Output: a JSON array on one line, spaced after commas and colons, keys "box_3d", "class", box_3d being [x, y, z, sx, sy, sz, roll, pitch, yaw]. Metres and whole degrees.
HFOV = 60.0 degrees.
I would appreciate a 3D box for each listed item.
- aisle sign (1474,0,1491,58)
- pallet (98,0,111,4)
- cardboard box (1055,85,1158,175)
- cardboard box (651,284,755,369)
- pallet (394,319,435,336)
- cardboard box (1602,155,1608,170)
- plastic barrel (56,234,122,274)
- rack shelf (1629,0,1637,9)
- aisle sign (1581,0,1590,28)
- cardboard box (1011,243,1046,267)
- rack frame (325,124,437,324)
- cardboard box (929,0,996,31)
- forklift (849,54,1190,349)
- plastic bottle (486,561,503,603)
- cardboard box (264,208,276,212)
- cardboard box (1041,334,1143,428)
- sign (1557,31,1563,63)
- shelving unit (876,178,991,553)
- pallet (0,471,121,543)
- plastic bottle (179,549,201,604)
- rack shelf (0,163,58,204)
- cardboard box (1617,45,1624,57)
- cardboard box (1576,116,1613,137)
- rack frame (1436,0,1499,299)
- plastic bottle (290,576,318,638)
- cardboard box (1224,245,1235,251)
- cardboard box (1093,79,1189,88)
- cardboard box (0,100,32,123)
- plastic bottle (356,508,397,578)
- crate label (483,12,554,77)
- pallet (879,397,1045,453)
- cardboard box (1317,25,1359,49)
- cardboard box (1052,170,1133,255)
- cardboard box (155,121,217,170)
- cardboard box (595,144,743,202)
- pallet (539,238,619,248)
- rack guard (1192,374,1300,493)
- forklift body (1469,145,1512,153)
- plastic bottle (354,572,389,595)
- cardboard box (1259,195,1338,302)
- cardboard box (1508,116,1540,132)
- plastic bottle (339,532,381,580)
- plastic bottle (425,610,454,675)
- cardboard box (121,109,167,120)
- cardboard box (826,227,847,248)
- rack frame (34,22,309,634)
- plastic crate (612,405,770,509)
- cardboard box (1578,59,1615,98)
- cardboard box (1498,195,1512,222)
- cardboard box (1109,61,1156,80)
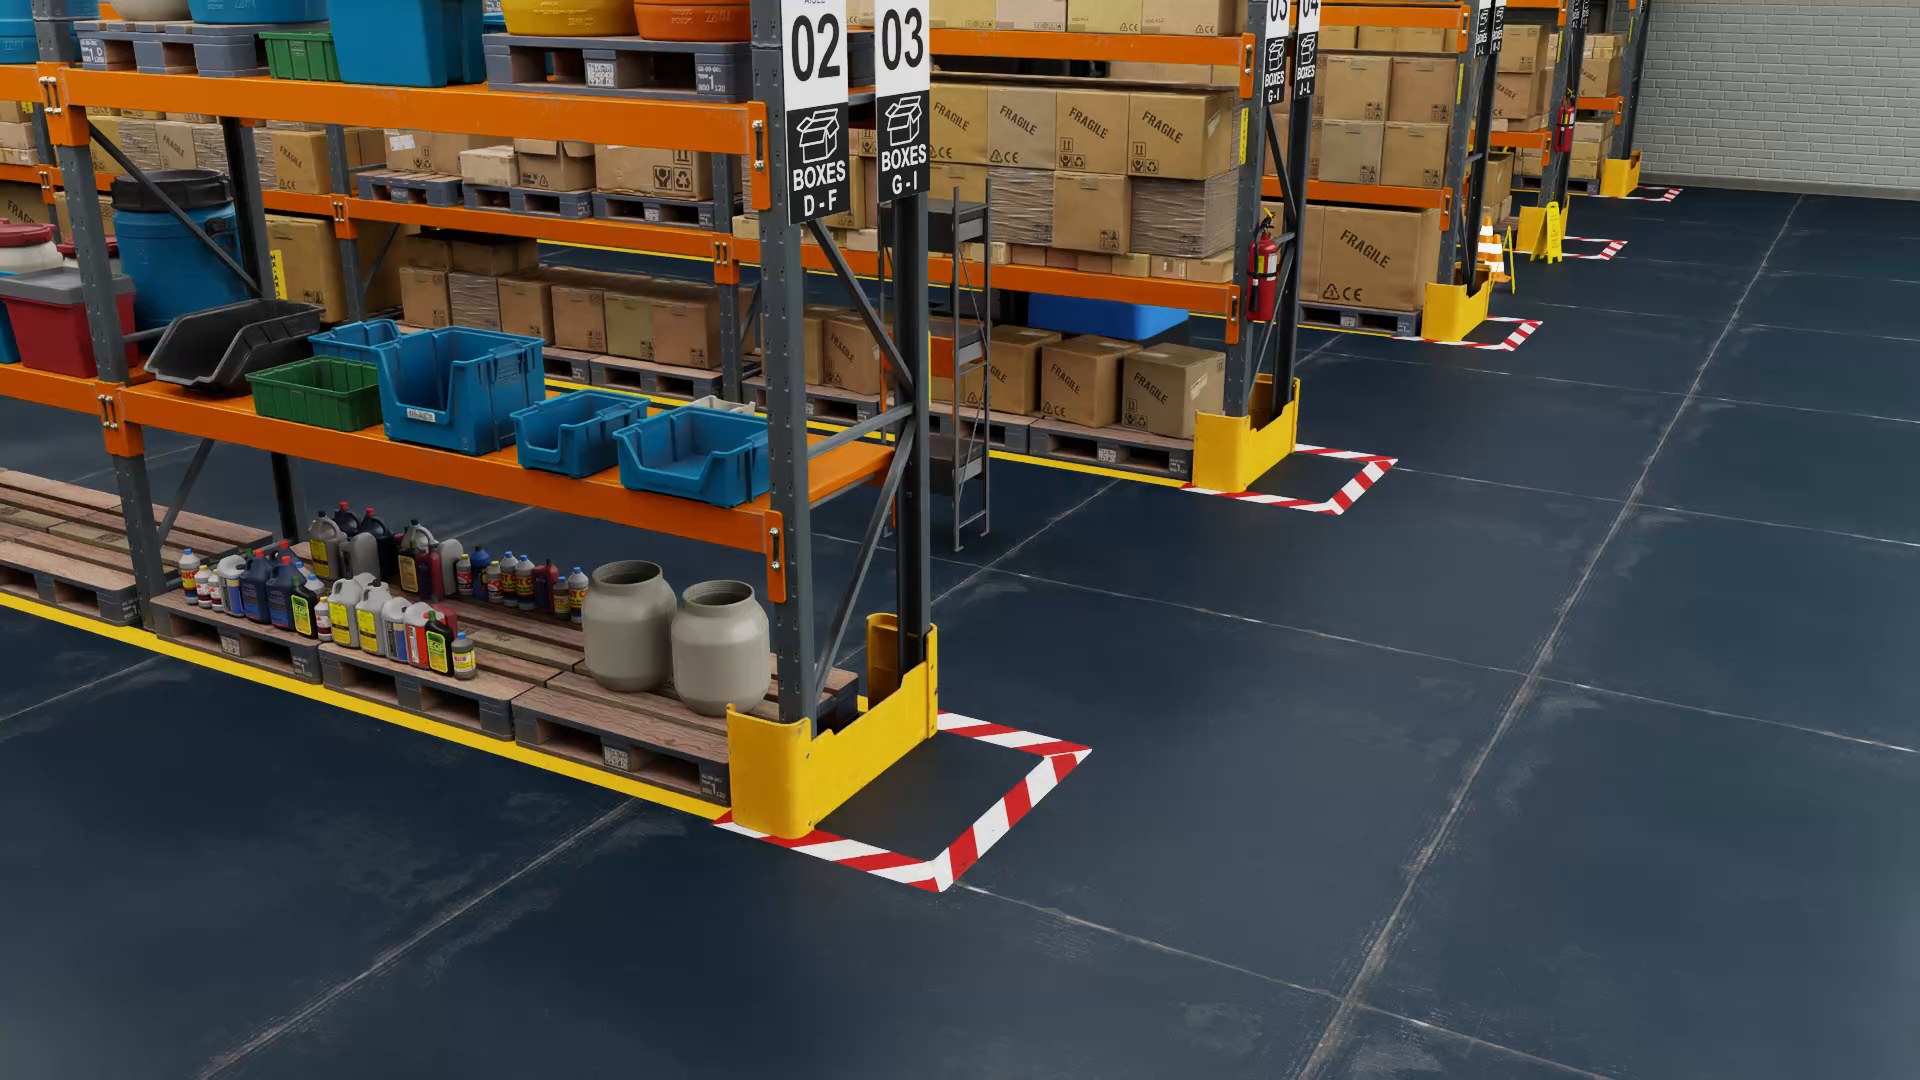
[{"box_3d": [4.415, -4.473, 13.986, 0.004, 0.787, 0.394, 11, 23, 27], "class": "aisle sign"}, {"box_3d": [-7.660, -5.070, 15.326, 1.217, 0.209, 0.805, 10, 22, 25], "class": "pallet"}, {"box_3d": [0.952, -2.649, 10.719, 0.500, 0.500, 0.500, 11, 23, 27], "class": "cardboard box"}, {"box_3d": [-2.026, -1.698, 13.167, 0.500, 0.500, 0.700, 9, 22, 23], "class": "cardboard box"}, {"box_3d": [-4.311, -1.782, 14.467, 1.213, 0.211, 1.003, 11, 23, 27], "class": "pallet"}, {"box_3d": [8.909, -5.366, 23.675, 0.500, 0.250, 0.500, 11, 23, 28], "class": "cardboard box"}, {"box_3d": [-4.644, -1.371, 9.048, 0.433, 0.535, 0.433, 0, 20, 0], "class": "plastic barrel"}, {"box_3d": [7.496, -7.725, 23.420, 4.000, 0.370, 1.077, 11, 23, 27], "class": "rack shelf"}, {"box_3d": [7.030, -6.147, 18.599, 0.004, 0.787, 0.394, 11, 23, 27], "class": "aisle sign"}, {"box_3d": [0.543, -1.963, 11.247, 0.250, 0.149, 0.380, 11, 23, 27], "class": "cardboard box"}, {"box_3d": [-4.992, -3.223, 14.351, 0.127, 3.000, 1.000, 11, 23, 27], "class": "rack frame"}, {"box_3d": [0.125, -3.489, 10.905, 0.500, 0.250, 0.500, 10, 22, 26], "class": "cardboard box"}, {"box_3d": [0.428, -3.095, 14.098, 3.031, 2.935, 1.130, 11, 23, 28], "class": "forklift"}, {"box_3d": [-2.328, 0.206, 8.356, 0.097, 0.201, 0.097, 0, 20, 0], "class": "plastic bottle"}, {"box_3d": [-6.359, -2.693, 15.390, 0.875, 0.875, 1.225, 11, 23, 27], "class": "cardboard box"}, {"box_3d": [0.916, -1.113, 11.584, 0.500, 0.500, 0.500, 18, 27, 41], "class": "cardboard box"}, {"box_3d": [6.537, -5.374, 18.119, 0.005, 0.325, 0.100, 11, 23, 27], "class": "sign"}, {"box_3d": [-0.144, -1.015, 9.583, 0.503, 2.100, 0.431, 11, 23, 27], "class": "shelving unit"}, {"box_3d": [-5.689, -0.094, 9.814, 1.213, 0.211, 1.003, 11, 23, 27], "class": "pallet"}, {"box_3d": [-3.851, 0.176, 8.337, 0.097, 0.271, 0.097, 0, 20, 0], "class": "plastic bottle"}, {"box_3d": [-10.230, -3.882, 17.224, 4.000, 0.370, 1.077, 11, 23, 27], "class": "rack shelf"}, {"box_3d": [9.073, -6.806, 23.132, 0.250, 0.149, 0.380, 10, 22, 26], "class": "cardboard box"}, {"box_3d": [8.915, -5.832, 23.494, 0.500, 0.250, 0.500, 10, 22, 26], "class": "cardboard box"}, {"box_3d": [4.499, -3.352, 14.708, 0.127, 3.000, 1.000, 11, 23, 27], "class": "rack frame"}, {"box_3d": [-3.125, 0.316, 7.933, 0.133, 0.283, 0.061, 12, 23, 30], "class": "plastic bottle"}, {"box_3d": [1.859, -1.893, 11.052, 0.250, 0.149, 0.380, 11, 23, 27], "class": "cardboard box"}, {"box_3d": [1.211, -2.807, 11.156, 0.500, 0.500, 0.500, 11, 23, 27], "class": "cardboard box"}, {"box_3d": [-9.016, -4.307, 16.023, 0.500, 0.500, 0.500, 12, 23, 29], "class": "cardboard box"}, {"box_3d": [-3.045, 0.009, 8.682, 0.185, 0.351, 0.144, 10, 22, 25], "class": "plastic bottle"}, {"box_3d": [-1.897, -2.168, 7.262, 0.408, 0.251, 0.502, 11, 23, 27], "class": "crate label"}, {"box_3d": [0.172, -0.943, 12.155, 1.213, 0.211, 1.003, 11, 23, 27], "class": "pallet"}, {"box_3d": [4.472, -5.844, 19.528, 0.500, 0.500, 0.700, 10, 22, 26], "class": "cardboard box"}, {"box_3d": [1.030, -2.226, 11.021, 0.500, 0.500, 0.875, 11, 23, 27], "class": "cardboard box"}, {"box_3d": [-6.875, -3.533, 15.060, 0.500, 0.500, 0.500, 11, 23, 28], "class": "cardboard box"}, {"box_3d": [-2.126, -3.211, 12.822, 1.000, 1.000, 1.000, 11, 23, 28], "class": "cardboard box"}, {"box_3d": [-4.228, -3.705, 19.770, 1.213, 0.211, 1.003, 11, 23, 27], "class": "pallet"}, {"box_3d": [1.925, -0.730, 11.144, 0.348, 0.500, 1.175, 11, 23, 27], "class": "rack guard"}, {"box_3d": [6.697, -5.694, 22.409, 1.214, 2.155, 2.313, 11, 23, 27], "class": "forklift body"}, {"box_3d": [-2.827, 0.302, 7.983, 0.135, 0.276, 0.152, 11, 23, 27], "class": "plastic bottle"}, {"box_3d": [3.106, -2.790, 15.657, 0.875, 0.875, 0.875, 10, 22, 26], "class": "cardboard box"}, {"box_3d": [6.394, -4.723, 18.855, 0.250, 0.149, 0.380, 12, 23, 29], "class": "cardboard box"}, {"box_3d": [-3.096, 0.092, 8.562, 0.135, 0.276, 0.152, 11, 23, 27], "class": "plastic bottle"}, {"box_3d": [-2.352, 0.463, 7.527, 0.133, 0.283, 0.061, 11, 23, 29], "class": "plastic bottle"}, {"box_3d": [-7.329, -4.185, 15.386, 0.637, 0.503, 0.797, 11, 23, 28], "class": "cardboard box"}, {"box_3d": [-0.793, -2.197, 11.890, 0.250, 0.149, 0.380, 11, 23, 27], "class": "cardboard box"}, {"box_3d": [-3.916, -1.083, 8.452, 0.127, 3.000, 1.000, 11, 23, 27], "class": "rack frame"}, {"box_3d": [-1.007, -0.342, 6.628, 0.616, 0.251, 0.499, 11, 23, 27], "class": "plastic crate"}, {"box_3d": [8.685, -6.372, 22.885, 0.500, 0.500, 0.500, 10, 22, 26], "class": "cardboard box"}, {"box_3d": [6.255, -3.964, 19.810, 0.500, 0.250, 0.500, 11, 22, 27], "class": "cardboard box"}, {"box_3d": [1.849, -4.467, 15.978, 0.550, 0.550, 0.875, 11, 23, 27], "class": "cardboard box"}]
